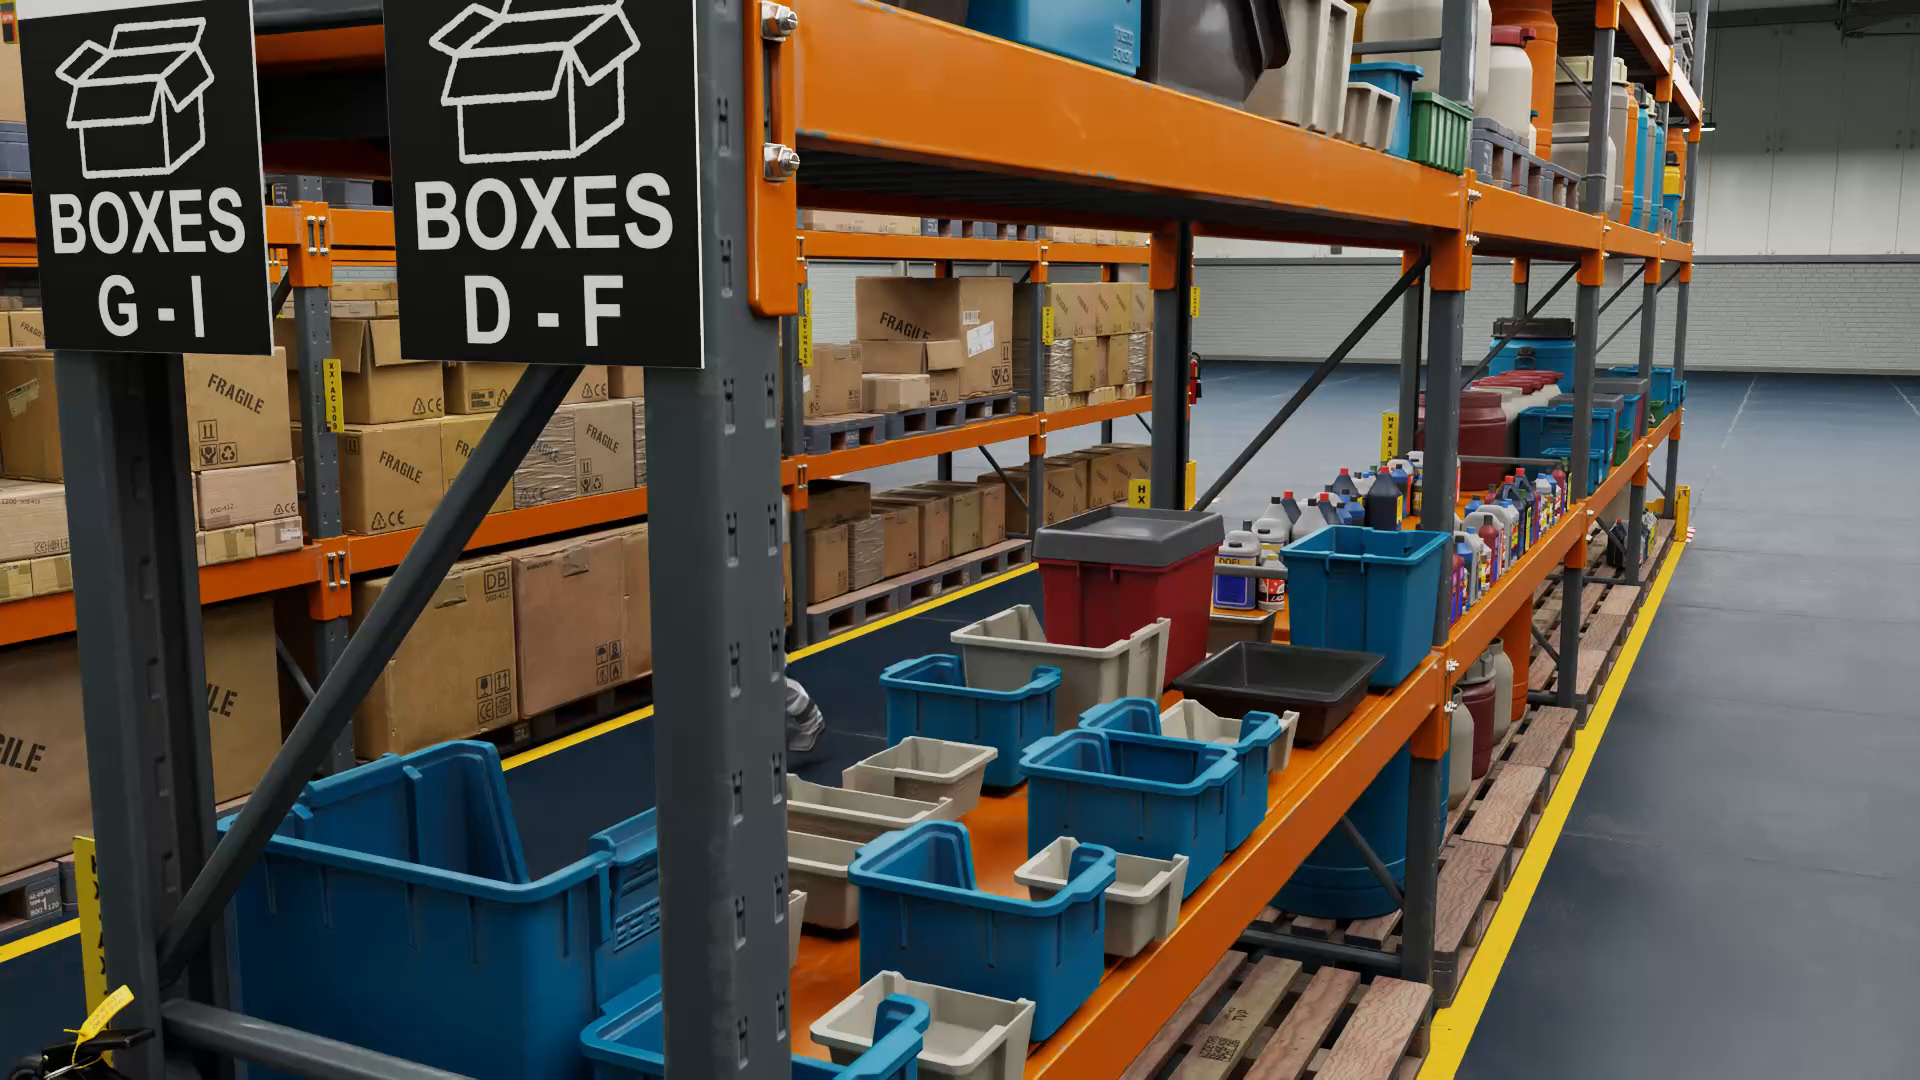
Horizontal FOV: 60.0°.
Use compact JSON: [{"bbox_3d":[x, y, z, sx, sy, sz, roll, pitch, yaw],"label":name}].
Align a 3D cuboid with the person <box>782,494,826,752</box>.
[{"bbox_3d":[-1.066,0.320,8.240,0.560,1.764,0.946,6,11,34],"label":"person"}]
